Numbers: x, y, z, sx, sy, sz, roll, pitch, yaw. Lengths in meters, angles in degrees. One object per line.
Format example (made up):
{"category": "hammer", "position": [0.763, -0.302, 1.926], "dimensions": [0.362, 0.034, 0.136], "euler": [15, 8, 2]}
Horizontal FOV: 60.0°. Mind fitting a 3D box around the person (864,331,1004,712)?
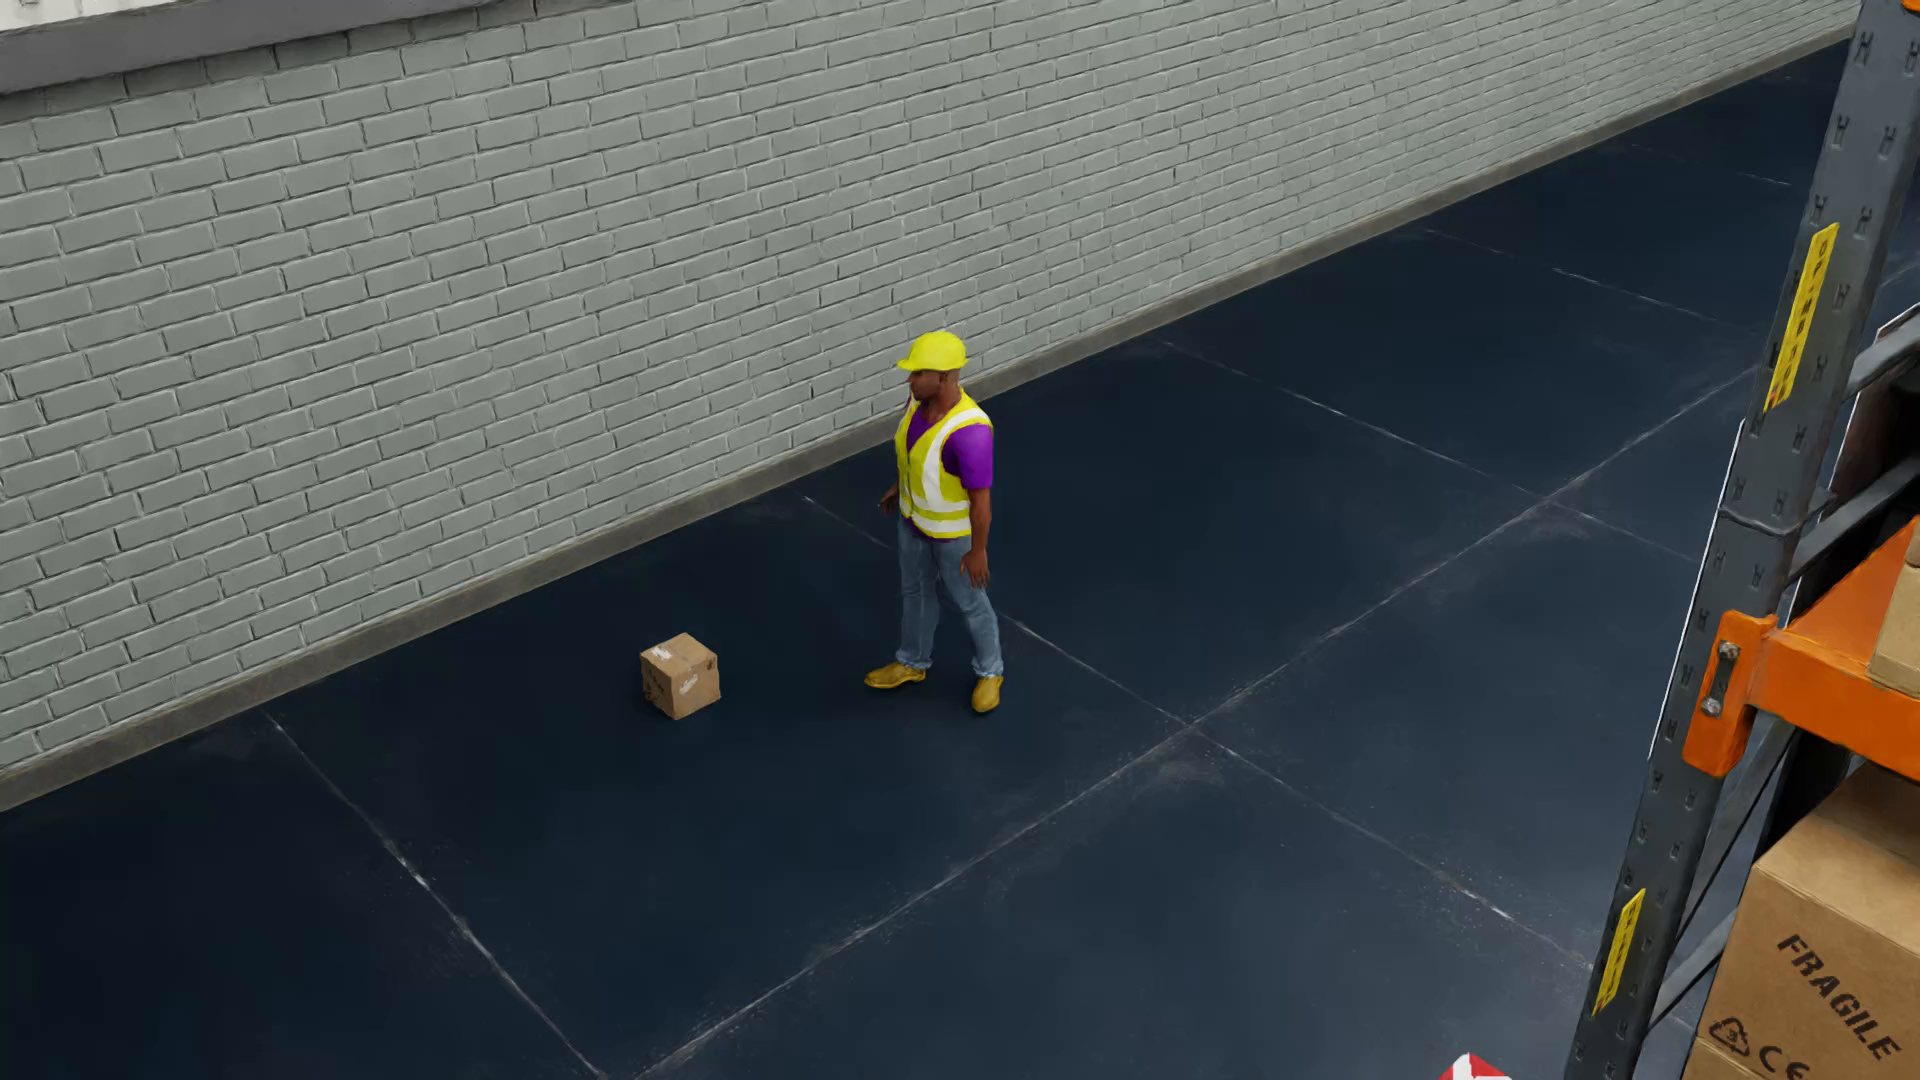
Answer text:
{"category": "person", "position": [-0.133, -0.088, 7.229], "dimensions": [0.574, 1.768, 0.729], "euler": [-19, 36, -28]}
